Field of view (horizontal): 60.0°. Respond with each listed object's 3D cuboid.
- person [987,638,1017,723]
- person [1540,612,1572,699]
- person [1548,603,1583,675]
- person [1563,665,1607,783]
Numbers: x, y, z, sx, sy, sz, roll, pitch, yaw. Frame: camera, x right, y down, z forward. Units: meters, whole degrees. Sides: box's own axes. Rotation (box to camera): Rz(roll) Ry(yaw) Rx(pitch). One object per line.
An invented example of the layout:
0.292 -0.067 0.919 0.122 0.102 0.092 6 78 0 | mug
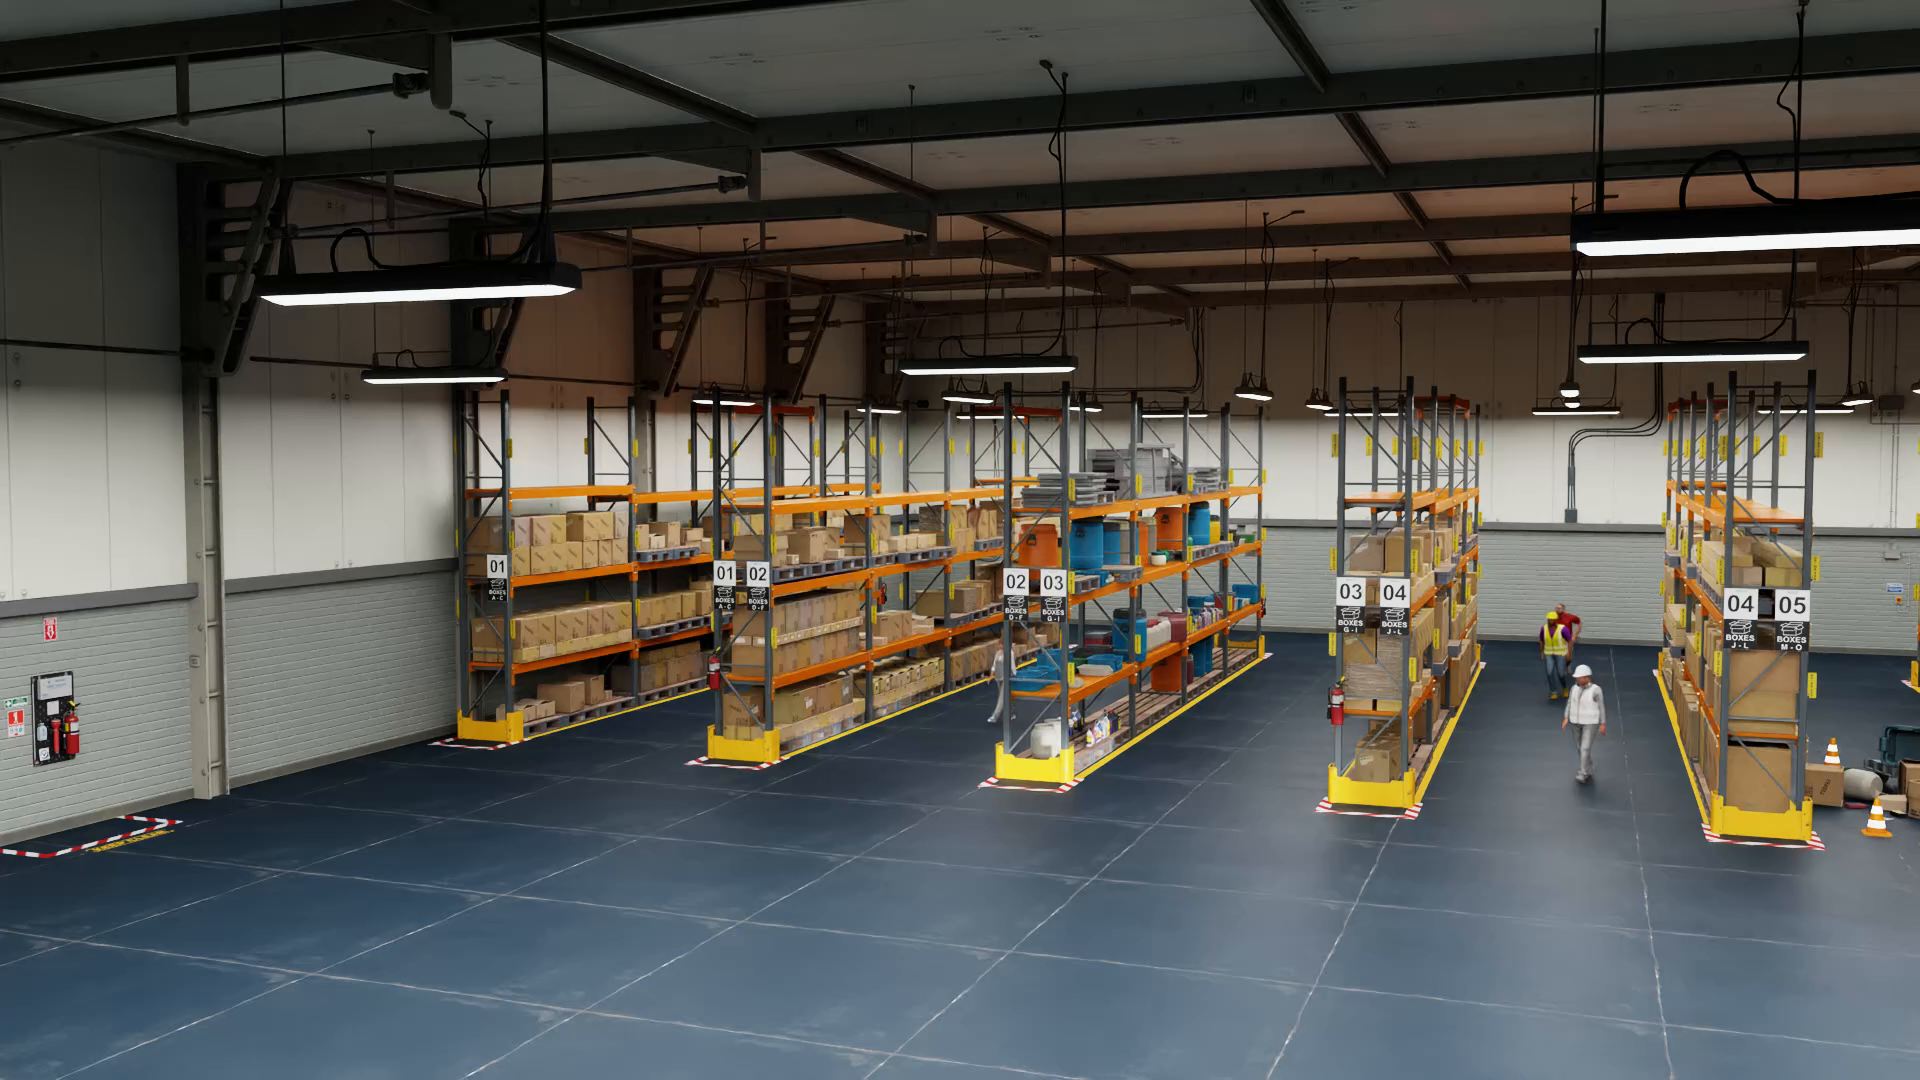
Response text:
0.727 2.547 30.230 0.952 1.548 0.448 -3 4 -44 | person
11.942 2.299 33.323 0.646 1.744 0.574 2 4 33 | person
13.221 2.190 36.322 0.716 1.635 0.708 2 4 30 | person
9.399 2.757 25.103 0.902 1.743 0.586 -2 4 -36 | person
